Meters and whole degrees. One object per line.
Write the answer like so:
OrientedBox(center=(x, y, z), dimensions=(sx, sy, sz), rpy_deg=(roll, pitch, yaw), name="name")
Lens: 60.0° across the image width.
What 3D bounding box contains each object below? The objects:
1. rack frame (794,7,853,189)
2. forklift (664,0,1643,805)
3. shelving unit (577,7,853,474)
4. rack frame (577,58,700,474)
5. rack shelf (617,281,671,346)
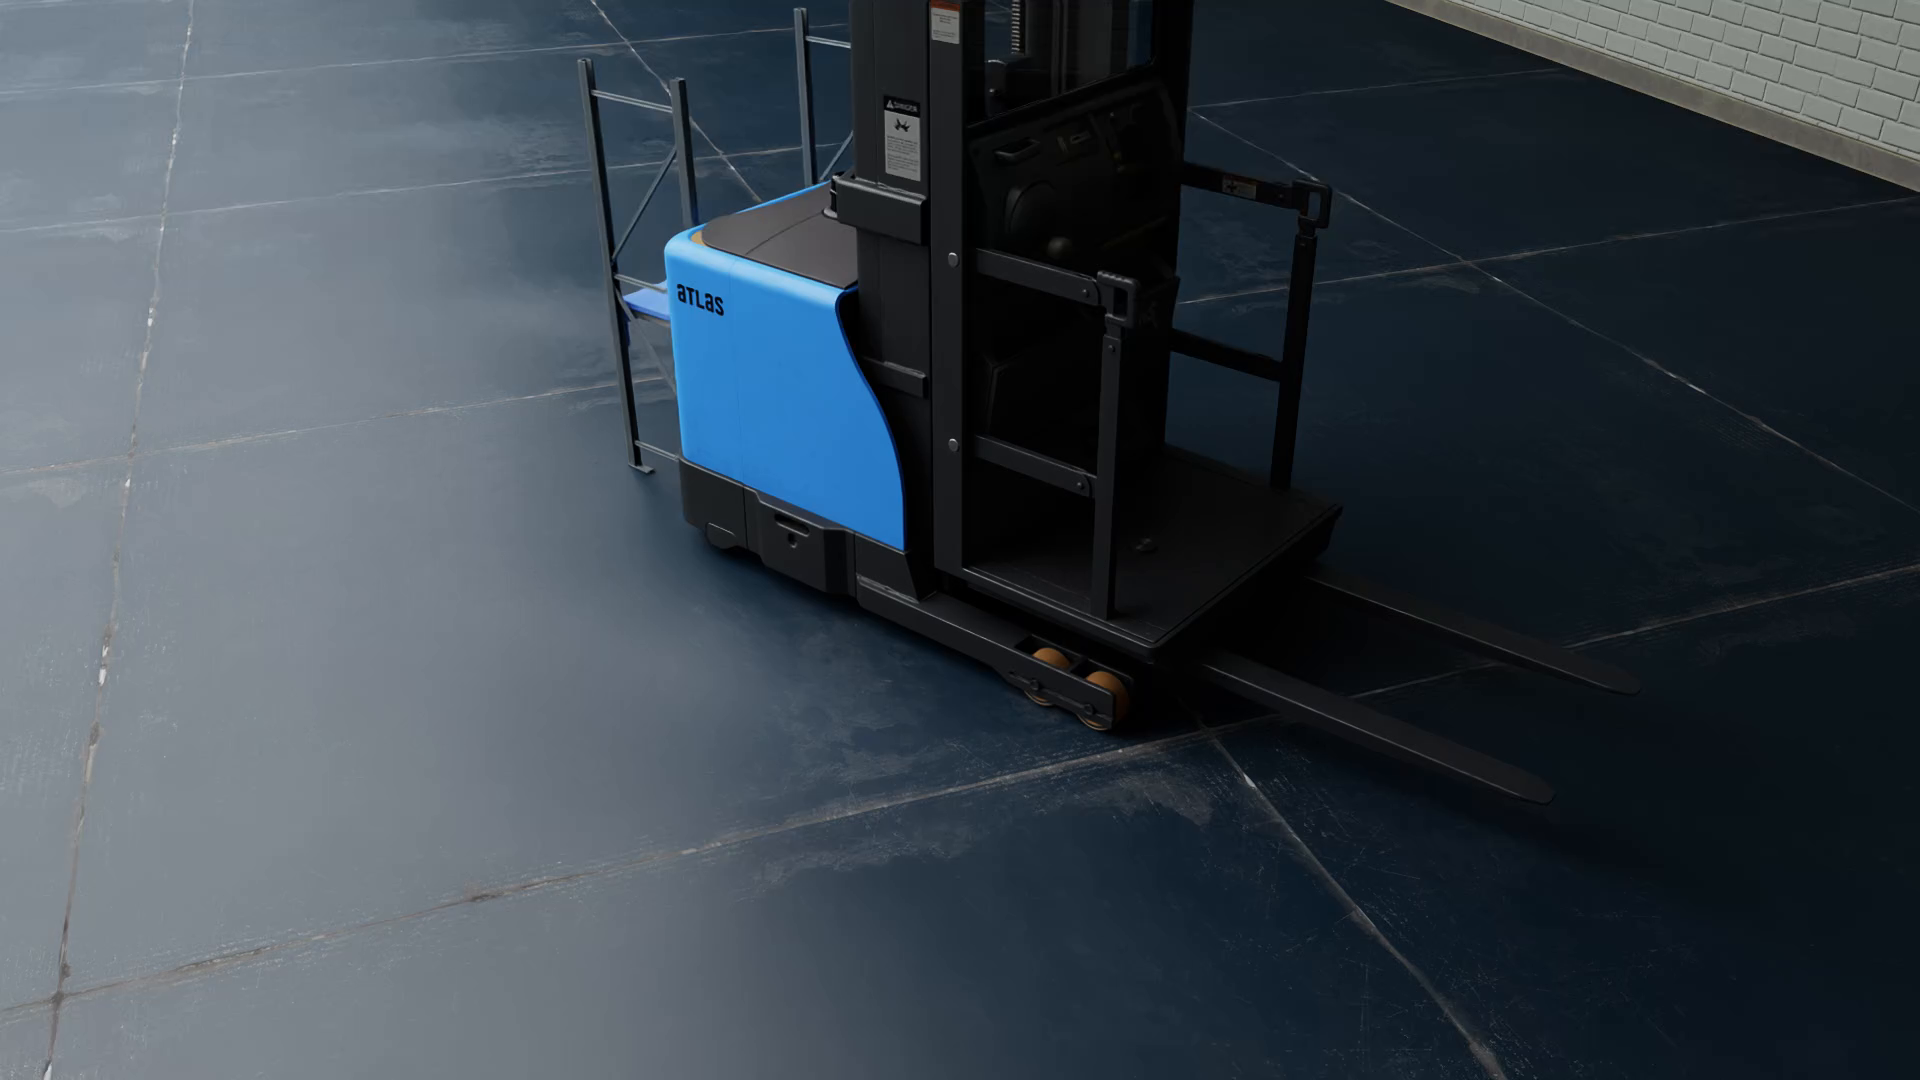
OrientedBox(center=(-0.405, -1.254, 6.424), dimensions=(0.500, 1.500, 0.032), rpy_deg=(21, 36, 35), name="rack frame")
OrientedBox(center=(0.504, -1.023, 4.585), dimensions=(3.031, 2.935, 1.130), rpy_deg=(22, 36, 33), name="forklift")
OrientedBox(center=(-0.730, -1.060, 6.084), dimensions=(0.538, 1.500, 1.048), rpy_deg=(21, 36, 35), name="shelving unit")
OrientedBox(center=(-1.055, -0.867, 5.745), dimensions=(0.500, 1.500, 0.032), rpy_deg=(21, 36, 35), name="rack frame")
OrientedBox(center=(-0.727, -0.903, 6.171), dimensions=(0.538, 0.185, 1.000), rpy_deg=(21, 36, 35), name="rack shelf")
